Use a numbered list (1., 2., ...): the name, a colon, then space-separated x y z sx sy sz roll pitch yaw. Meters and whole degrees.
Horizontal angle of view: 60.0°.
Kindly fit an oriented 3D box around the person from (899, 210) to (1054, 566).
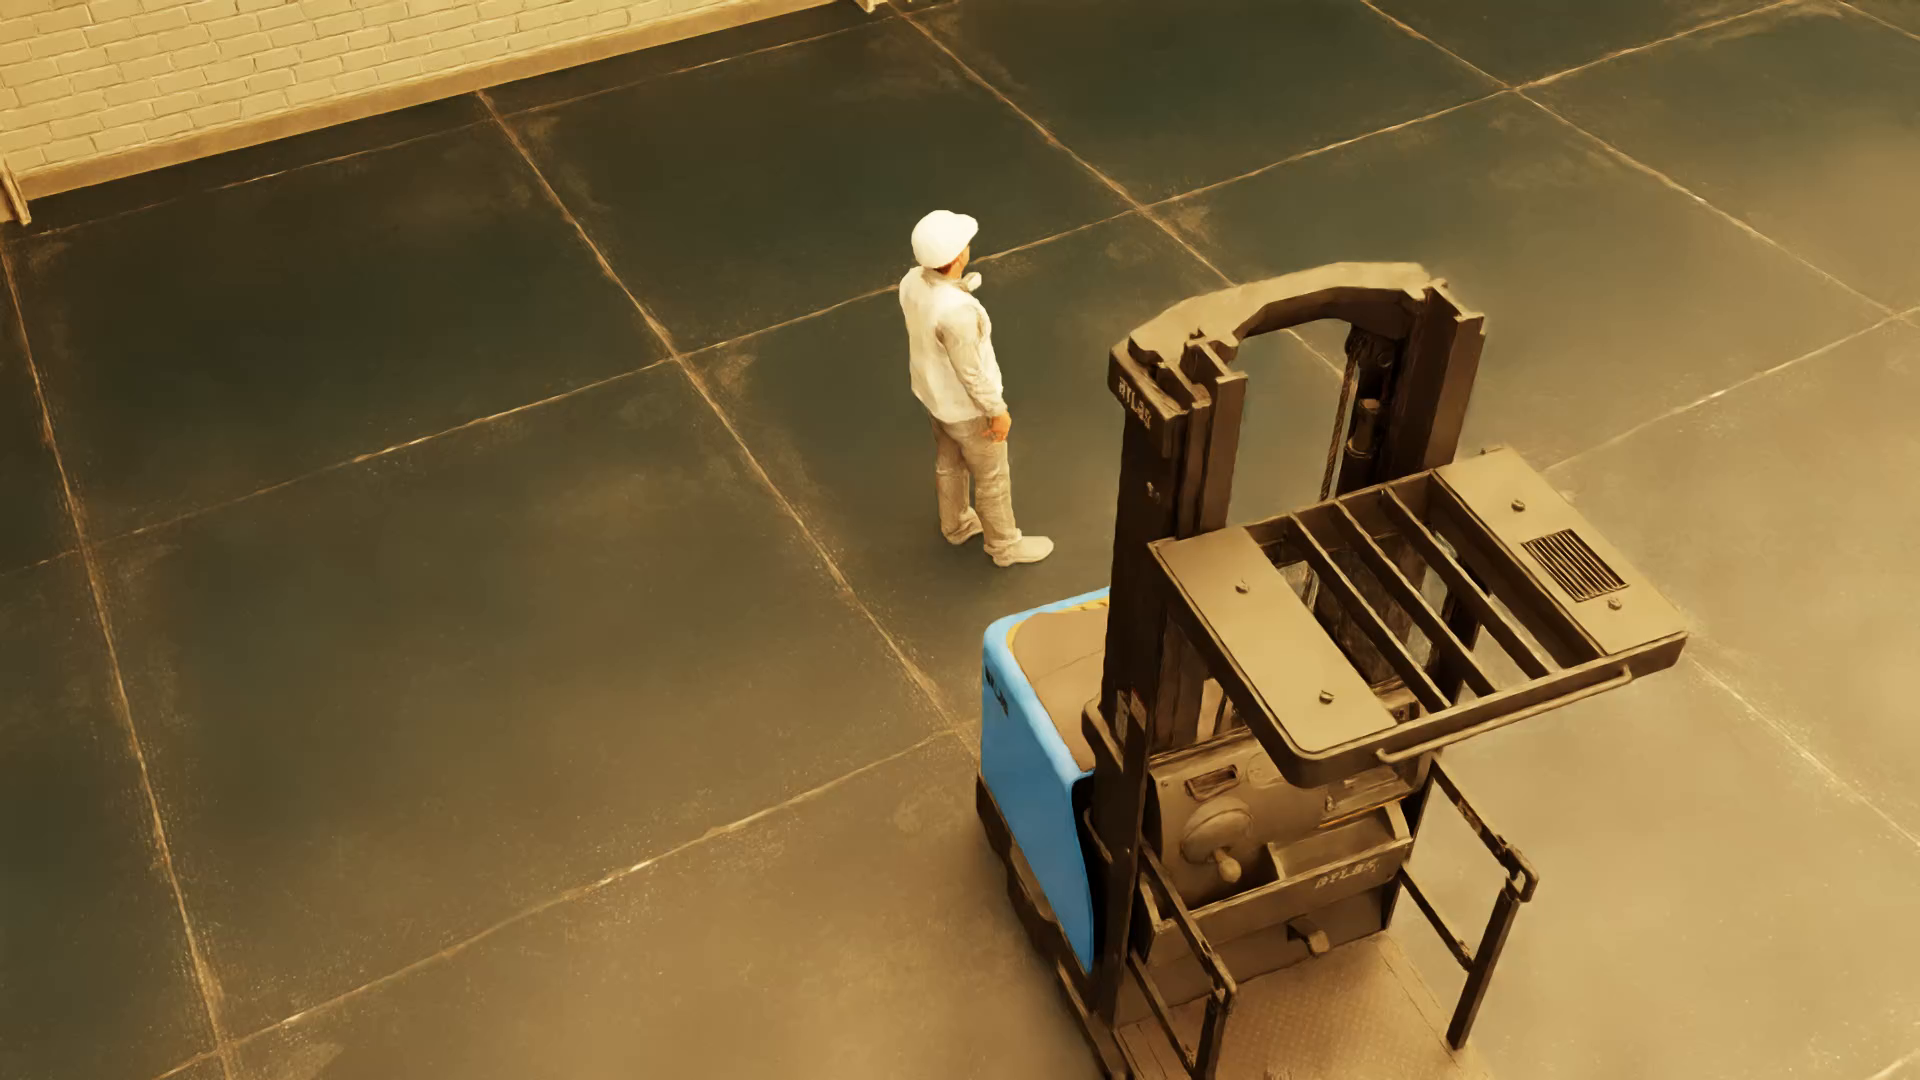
1. person: 0.058 -0.672 7.263 0.567 1.773 0.632 -21 47 -21

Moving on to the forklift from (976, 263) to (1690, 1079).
1. forklift: 1.085 0.816 4.818 1.130 2.935 3.031 -15 45 -16
